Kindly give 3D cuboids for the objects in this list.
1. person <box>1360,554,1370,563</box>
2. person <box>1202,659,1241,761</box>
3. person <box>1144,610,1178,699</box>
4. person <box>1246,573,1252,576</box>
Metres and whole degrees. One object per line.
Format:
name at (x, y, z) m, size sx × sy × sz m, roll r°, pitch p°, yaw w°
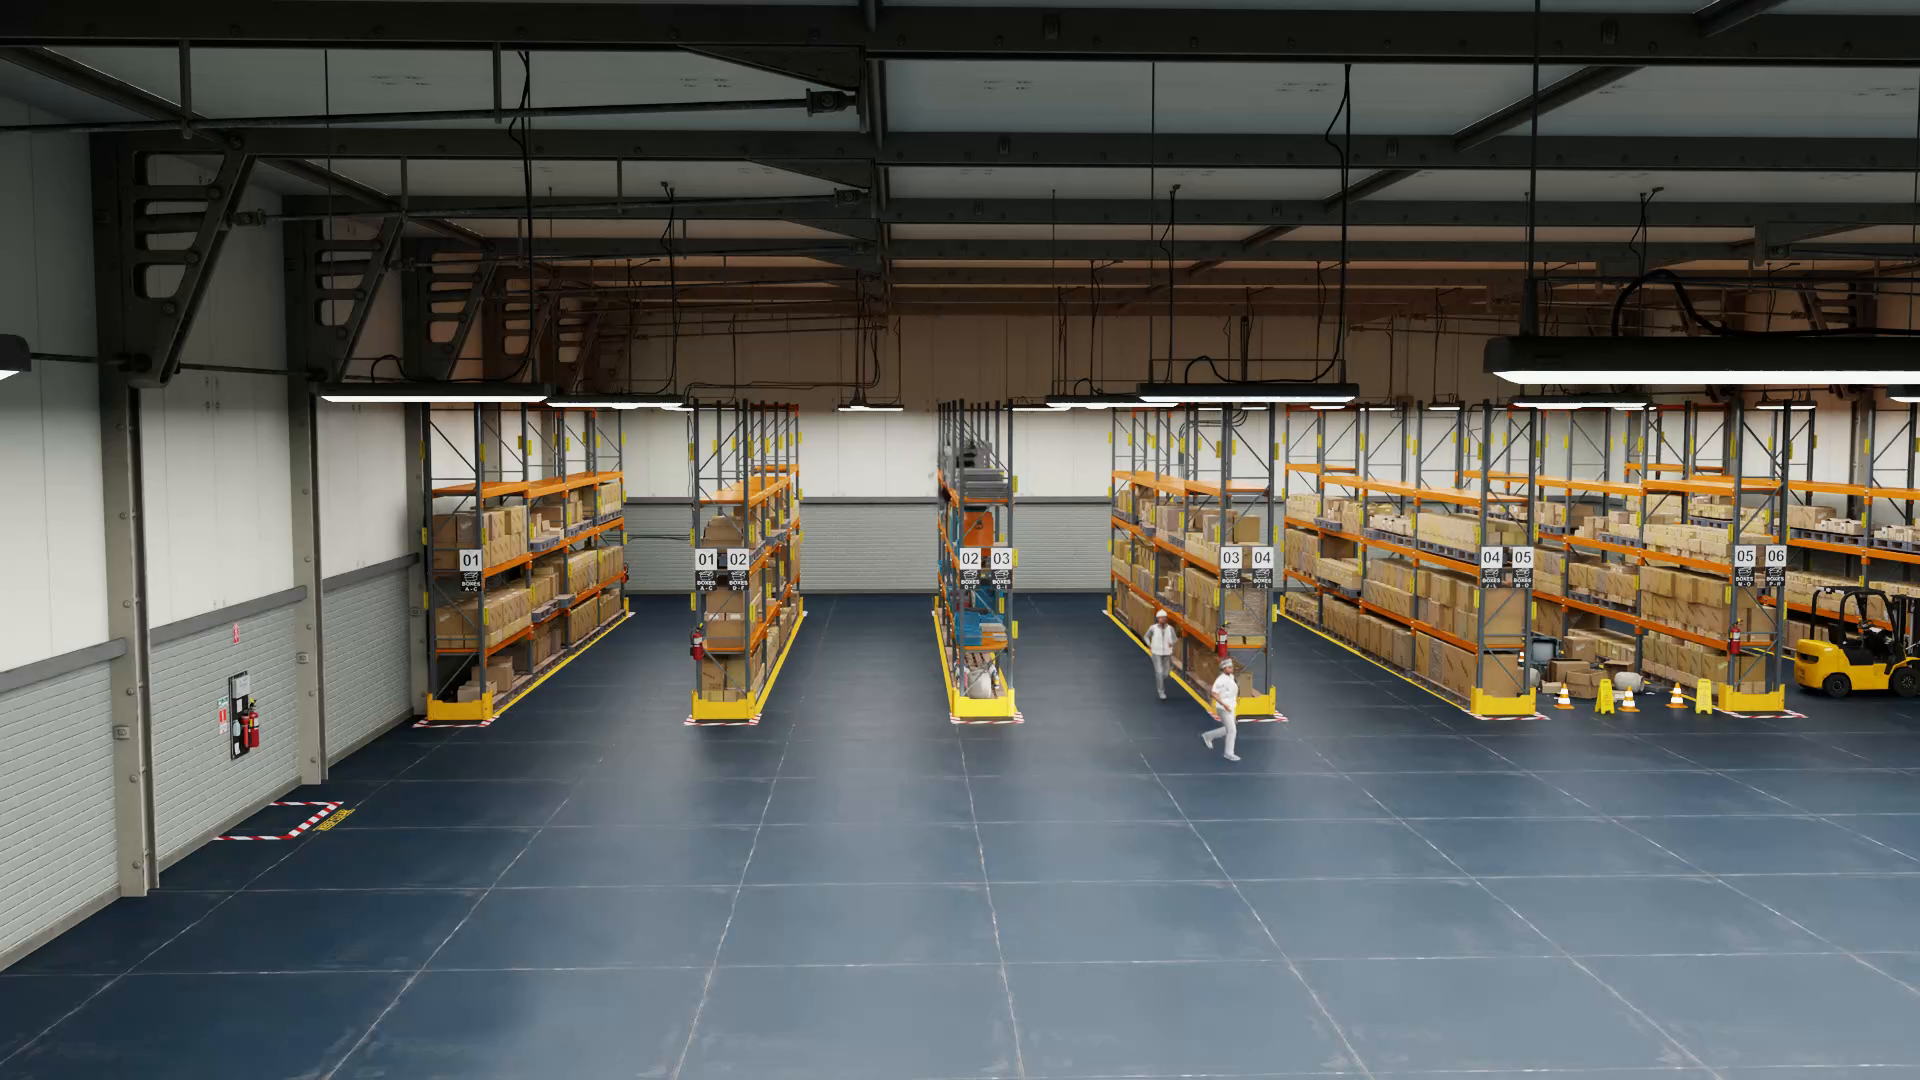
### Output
person at (12.173, 1.225, 49.122) m, size 0.964 × 1.627 × 0.657 m, roll -1°, pitch 4°, yaw -7°
person at (4.344, 2.789, 27.618) m, size 0.714 × 1.693 × 0.575 m, roll 3°, pitch 5°, yaw 35°
person at (4.066, 2.264, 33.556) m, size 0.676 × 1.706 × 0.802 m, roll -1°, pitch 4°, yaw -9°
person at (8.087, 1.343, 46.142) m, size 0.735 × 1.732 × 0.811 m, roll 1°, pitch 4°, yaw 10°
